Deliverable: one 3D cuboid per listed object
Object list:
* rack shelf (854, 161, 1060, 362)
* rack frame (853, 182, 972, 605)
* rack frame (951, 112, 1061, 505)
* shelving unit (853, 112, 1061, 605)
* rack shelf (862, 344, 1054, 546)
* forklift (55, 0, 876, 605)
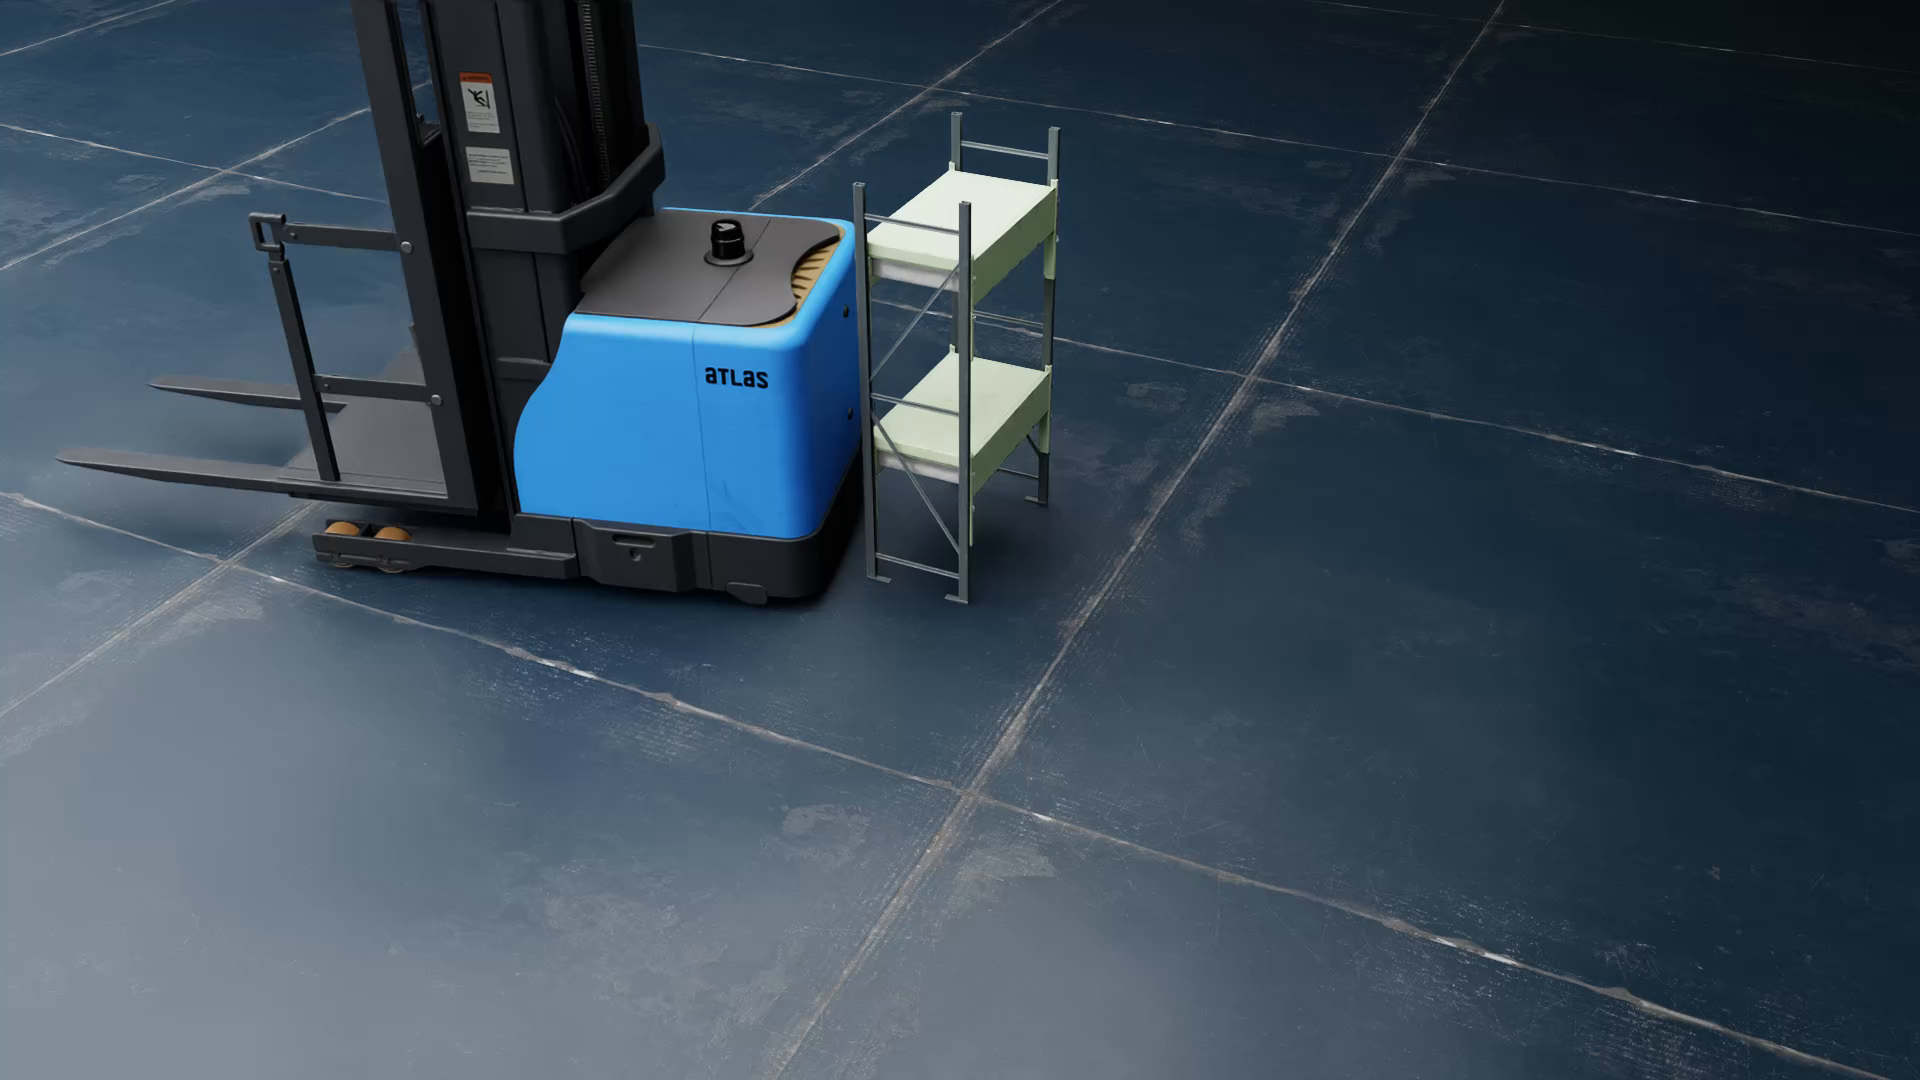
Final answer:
[{"bbox_3d":[0.003,-0.957,5.630,0.431,0.370,0.720,14,36,20],"label":"rack shelf"},{"bbox_3d":[-0.150,-0.448,5.566,0.400,1.500,0.023,14,36,20],"label":"rack frame"},{"bbox_3d":[0.156,-0.813,6.122,0.400,1.500,0.023,14,36,20],"label":"rack frame"},{"bbox_3d":[0.003,-0.631,5.844,0.431,1.500,0.755,14,36,20],"label":"shelving unit"},{"bbox_3d":[0.003,-0.358,6.023,0.431,0.370,0.720,14,36,20],"label":"rack shelf"},{"bbox_3d":[-1.893,-1.383,5.686,3.031,2.935,1.130,6,34,9],"label":"forklift"}]
